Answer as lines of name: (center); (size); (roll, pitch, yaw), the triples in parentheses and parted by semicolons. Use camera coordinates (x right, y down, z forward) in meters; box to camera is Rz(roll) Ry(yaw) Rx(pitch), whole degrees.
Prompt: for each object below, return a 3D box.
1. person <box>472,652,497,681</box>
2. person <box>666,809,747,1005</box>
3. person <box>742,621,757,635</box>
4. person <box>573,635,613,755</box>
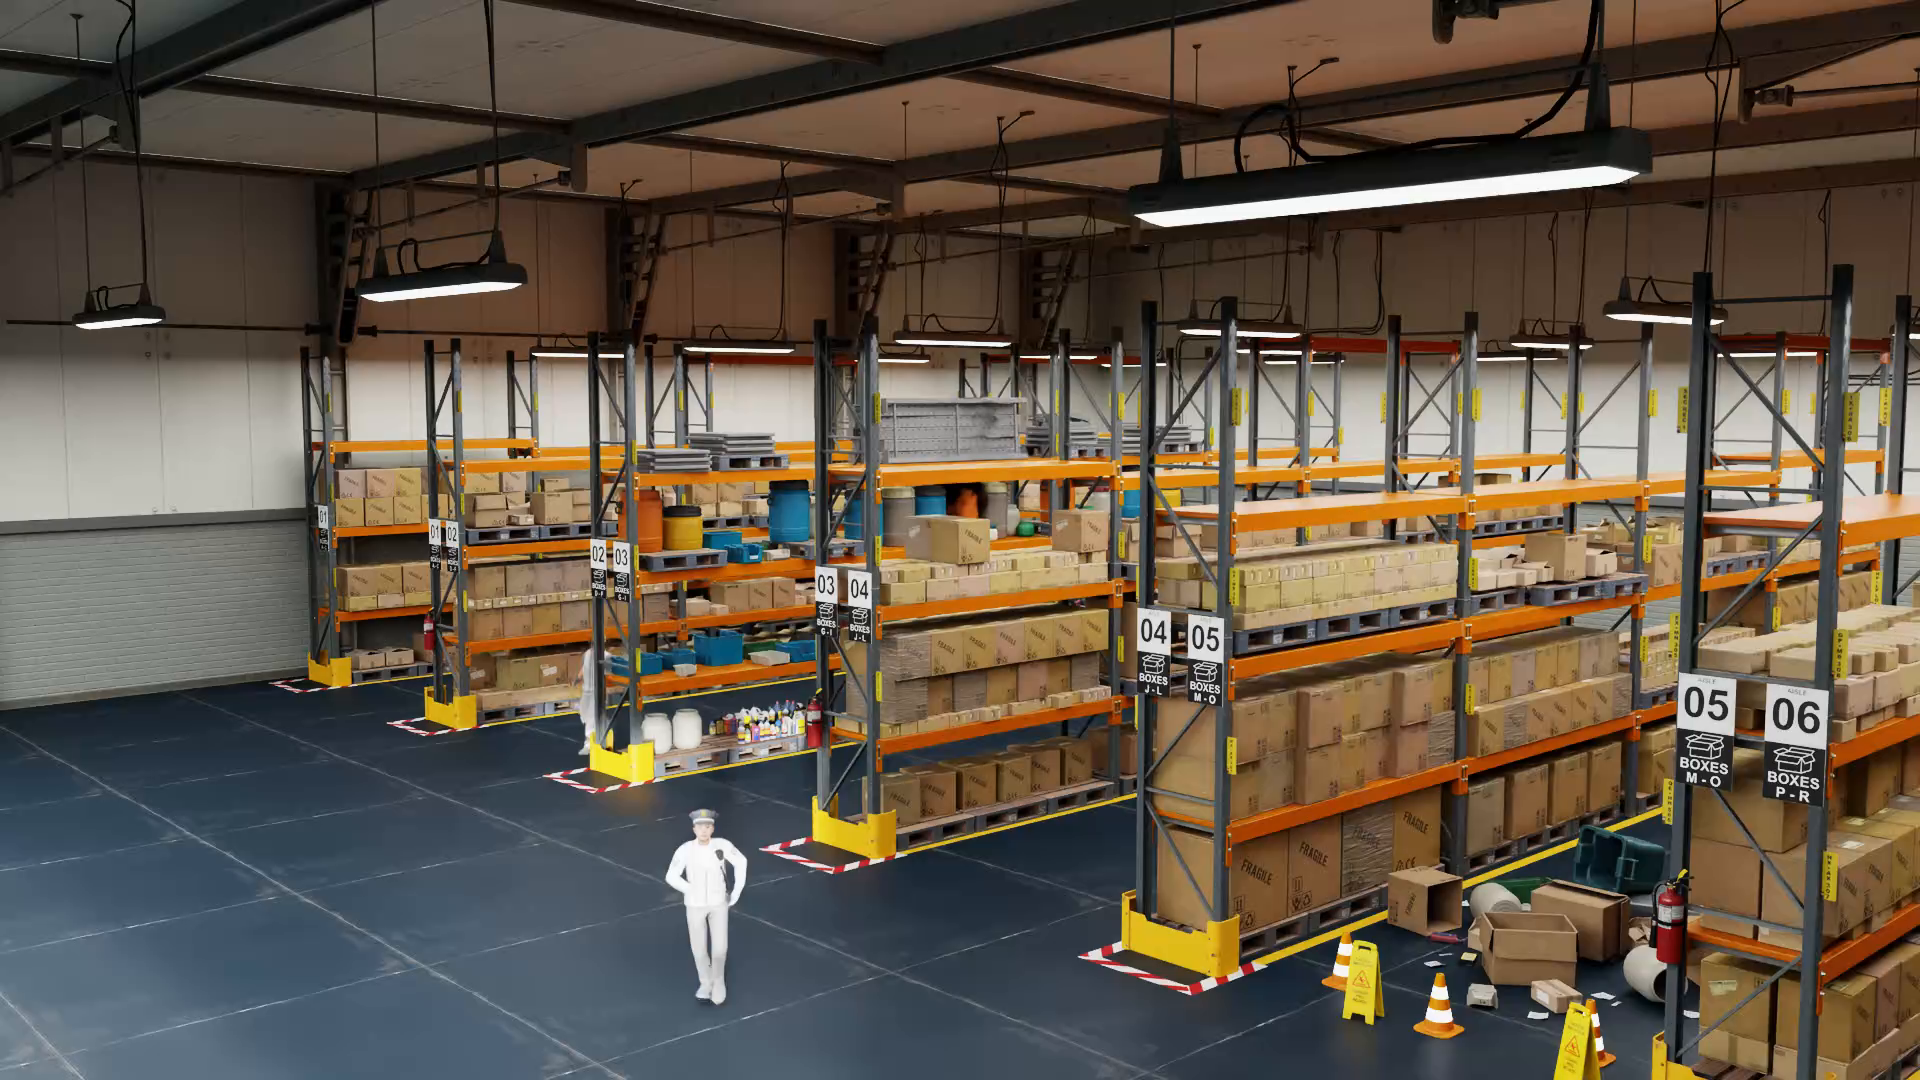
person: (-8.139, 1.830, 28.130); (0.656, 1.743, 0.615); (4, 7, 42)
person: (-2.131, 3.088, 14.005); (0.676, 1.684, 0.597); (-1, 5, -8)
person: (-4.037, 1.546, 32.417); (0.506, 1.568, 0.537); (-4, 7, -40)
person: (-5.199, 2.191, 23.999); (0.676, 1.755, 0.736); (3, 6, 27)
